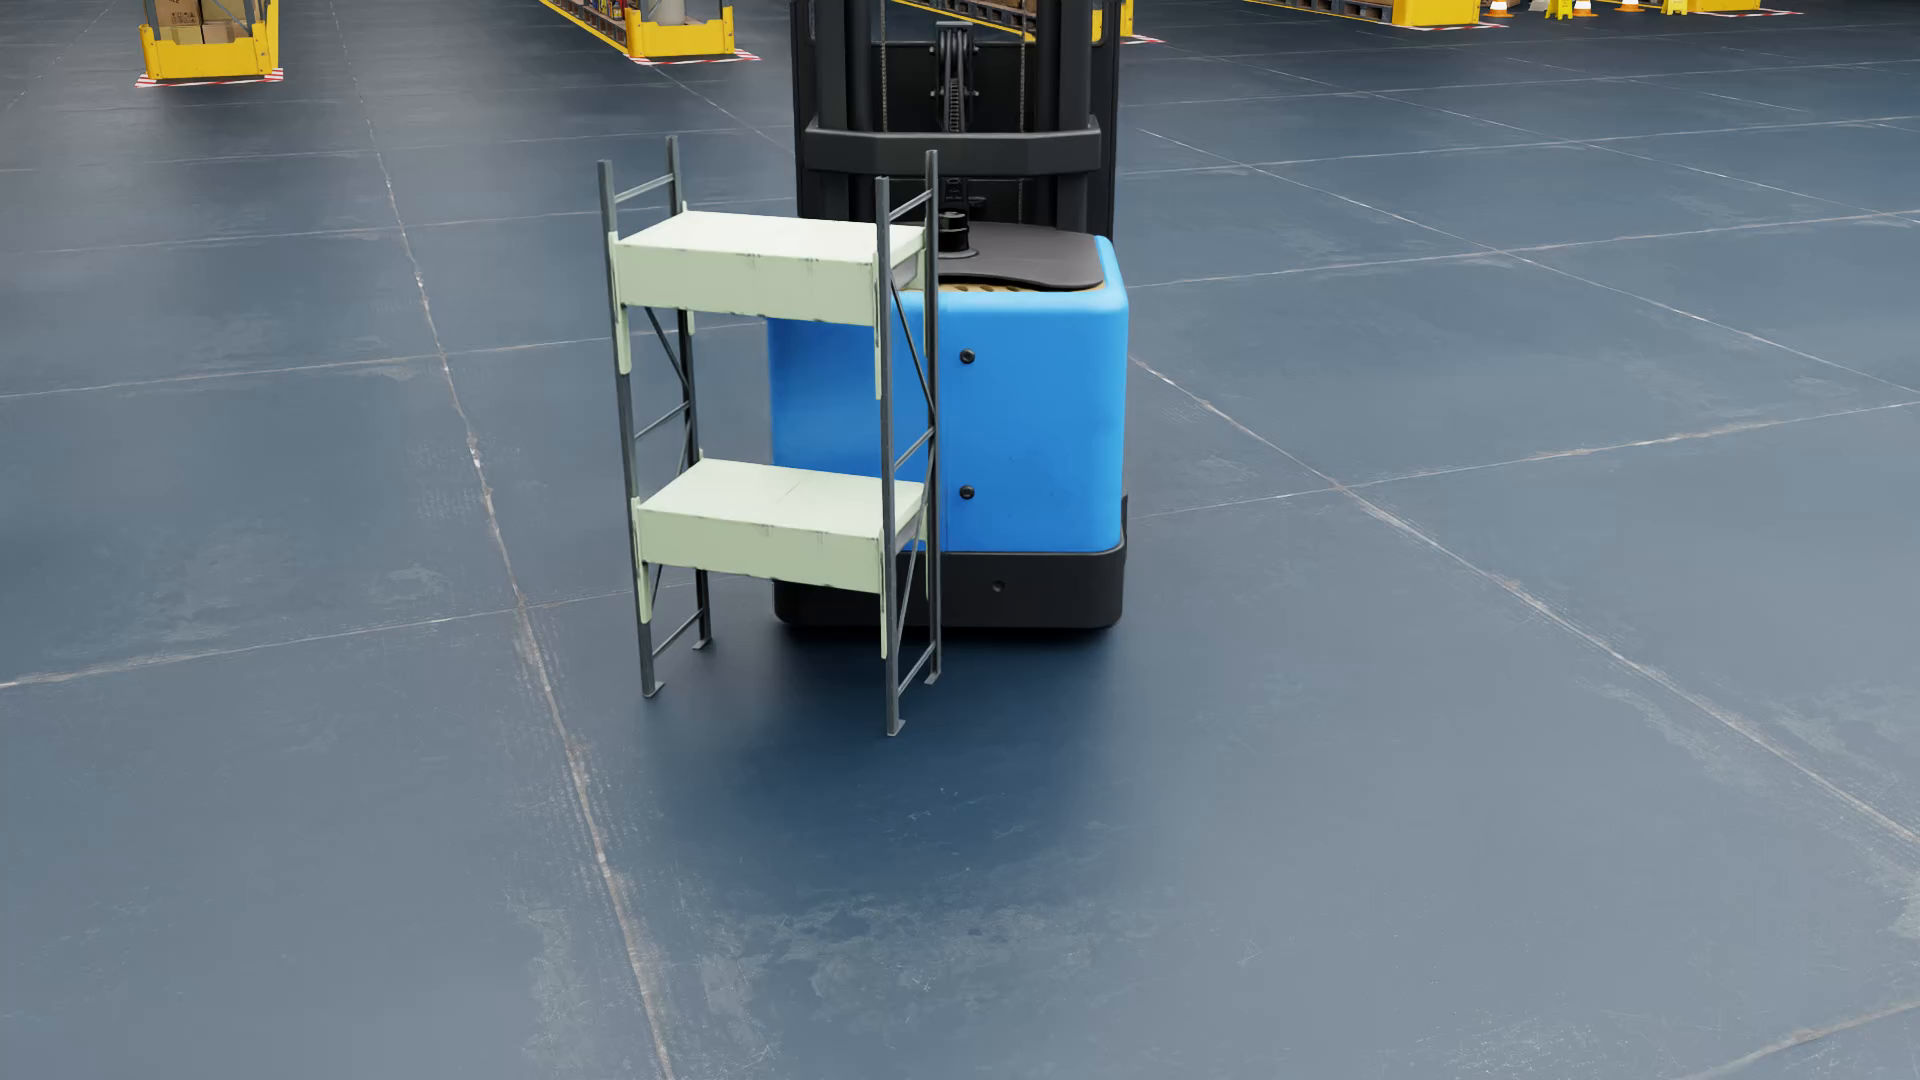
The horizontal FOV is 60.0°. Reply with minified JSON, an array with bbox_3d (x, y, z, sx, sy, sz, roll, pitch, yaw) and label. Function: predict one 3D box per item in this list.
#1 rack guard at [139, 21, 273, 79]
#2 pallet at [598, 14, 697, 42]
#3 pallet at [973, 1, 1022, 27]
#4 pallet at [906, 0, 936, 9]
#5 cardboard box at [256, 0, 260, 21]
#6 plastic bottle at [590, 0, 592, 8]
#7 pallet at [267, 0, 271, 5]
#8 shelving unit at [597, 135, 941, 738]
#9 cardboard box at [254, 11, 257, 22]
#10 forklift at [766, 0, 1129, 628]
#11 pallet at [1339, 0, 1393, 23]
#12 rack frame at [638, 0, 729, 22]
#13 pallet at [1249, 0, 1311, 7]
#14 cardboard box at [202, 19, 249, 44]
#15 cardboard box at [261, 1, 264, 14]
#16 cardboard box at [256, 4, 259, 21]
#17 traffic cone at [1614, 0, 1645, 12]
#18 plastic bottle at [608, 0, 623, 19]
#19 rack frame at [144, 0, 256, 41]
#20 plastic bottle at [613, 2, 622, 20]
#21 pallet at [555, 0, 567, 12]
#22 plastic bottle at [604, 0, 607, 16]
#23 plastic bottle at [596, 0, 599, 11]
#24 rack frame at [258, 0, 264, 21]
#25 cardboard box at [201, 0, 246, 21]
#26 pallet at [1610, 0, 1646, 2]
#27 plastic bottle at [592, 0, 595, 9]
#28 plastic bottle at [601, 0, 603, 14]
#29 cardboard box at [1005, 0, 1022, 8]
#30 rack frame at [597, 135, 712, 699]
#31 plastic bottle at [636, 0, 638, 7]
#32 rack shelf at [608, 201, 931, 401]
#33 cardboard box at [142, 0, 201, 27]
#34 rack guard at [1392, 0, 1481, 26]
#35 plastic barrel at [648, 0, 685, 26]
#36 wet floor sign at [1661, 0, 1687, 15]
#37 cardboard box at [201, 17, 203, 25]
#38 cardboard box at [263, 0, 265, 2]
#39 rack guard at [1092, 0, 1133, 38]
[{"bbox_3d":[-7.702,-5.017,17.010,1.175,0.500,0.348,-8,24,-19],"label":"rack guard"},{"bbox_3d":[-3.855,-6.331,20.498,1.003,0.211,1.213,-8,24,-19],"label":"pallet"},{"bbox_3d":[0.851,-7.021,22.135,1.003,0.211,1.213,-8,24,-19],"label":"pallet"},{"bbox_3d":[-0.131,-7.987,24.427,1.003,0.211,1.213,-8,24,-19],"label":"pallet"},{"bbox_3d":[-8.755,-6.419,20.117,0.500,0.250,0.500,-8,24,-19],"label":"cardboard box"},{"bbox_3d":[-4.750,-7.010,21.555,0.097,0.201,0.097,0,23,0],"label":"plastic bottle"},{"bbox_3d":[-10.765,-8.076,24.639,1.003,0.211,1.213,-8,24,-19],"label":"pallet"},{"bbox_3d":[-0.476,-0.275,4.467,0.755,1.500,0.431,7,24,16],"label":"shelving unit"},{"bbox_3d":[-8.048,-5.692,18.393,0.500,0.250,0.500,-8,24,-19],"label":"cardboard box"},{"bbox_3d":[-0.010,-1.612,5.802,1.130,2.935,3.031,0,23,1],"label":"forklift"},{"bbox_3d":[5.879,-7.174,22.499,1.003,0.211,1.213,-8,24,-19],"label":"pallet"},{"bbox_3d":[-3.075,-6.856,18.154,1.000,3.000,0.127,-8,24,-19],"label":"rack frame"},{"bbox_3d":[5.017,-8.061,24.603,1.003,0.211,1.213,-8,24,-19],"label":"pallet"},{"bbox_3d":[-7.691,-5.329,17.532,0.500,0.250,0.500,-8,24,-19],"label":"cardboard box"},{"bbox_3d":[-9.034,-6.738,20.874,0.500,0.250,0.500,-9,24,-20],"label":"cardboard box"},{"bbox_3d":[-8.397,-6.056,19.256,0.500,0.250,0.500,-8,24,-19],"label":"cardboard box"},{"bbox_3d":[9.471,-7.705,23.436,0.336,0.463,0.334,-8,24,-19],"label":"traffic cone"},{"bbox_3d":[-4.197,-6.506,20.264,0.152,0.276,0.135,-8,24,-19],"label":"plastic bottle"},{"bbox_3d":[-7.710,-6.178,16.545,1.000,3.000,0.127,-8,24,-19],"label":"rack frame"},{"bbox_3d":[-4.134,-6.376,20.053,0.097,0.201,0.097,0,23,0],"label":"plastic bottle"},{"bbox_3d":[-5.236,-7.748,23.862,1.003,0.211,1.213,-8,24,-19],"label":"pallet"},{"bbox_3d":[-4.308,-6.650,20.511,0.144,0.351,0.185,-7,24,-17],"label":"plastic bottle"},{"bbox_3d":[-4.524,-6.873,21.038,0.144,0.351,0.185,-9,25,-21],"label":"plastic bottle"},{"bbox_3d":[-9.123,-7.631,19.993,1.000,3.000,0.127,-8,24,-19],"label":"rack frame"},{"bbox_3d":[-7.870,-5.856,17.817,0.500,0.500,0.500,-8,24,-19],"label":"cardboard box"},{"bbox_3d":[10.122,-8.380,25.361,1.003,0.211,1.213,-8,24,-19],"label":"pallet"},{"bbox_3d":[-4.646,-6.967,21.359,0.152,0.276,0.135,-7,24,-17],"label":"plastic bottle"},{"bbox_3d":[-4.446,-6.698,20.815,0.097,0.201,0.097,0,23,0],"label":"plastic bottle"},{"bbox_3d":[0.907,-7.249,21.764,0.500,0.500,0.500,-6,24,-14],"label":"cardboard box"},{"bbox_3d":[-0.824,-0.318,4.570,0.023,1.500,0.400,7,24,16],"label":"rack frame"},{"bbox_3d":[-4.126,-7.077,21.523,0.144,0.351,0.185,-8,24,-19],"label":"plastic bottle"},{"bbox_3d":[-0.476,-0.633,4.314,0.720,0.370,0.431,7,24,16],"label":"rack shelf"},{"bbox_3d":[-8.178,-5.604,17.217,0.500,0.500,0.500,-8,24,-19],"label":"cardboard box"},{"bbox_3d":[6.243,-7.019,21.759,1.175,0.500,0.348,-8,24,-19],"label":"rack guard"},{"bbox_3d":[-3.379,-6.132,19.098,0.421,0.512,0.421,0,23,0],"label":"plastic barrel"},{"bbox_3d":[9.896,-7.594,22.938,0.267,0.644,0.232,0,23,-1],"label":"wet floor sign"},{"bbox_3d":[-8.364,-5.438,17.791,0.500,0.250,0.500,-8,24,-19],"label":"cardboard box"},{"bbox_3d":[-9.578,-7.297,22.200,0.500,0.250,0.500,-8,24,-18],"label":"cardboard box"},{"bbox_3d":[1.532,-6.411,20.317,1.175,0.500,0.348,-8,24,-19],"label":"rack guard"}]
